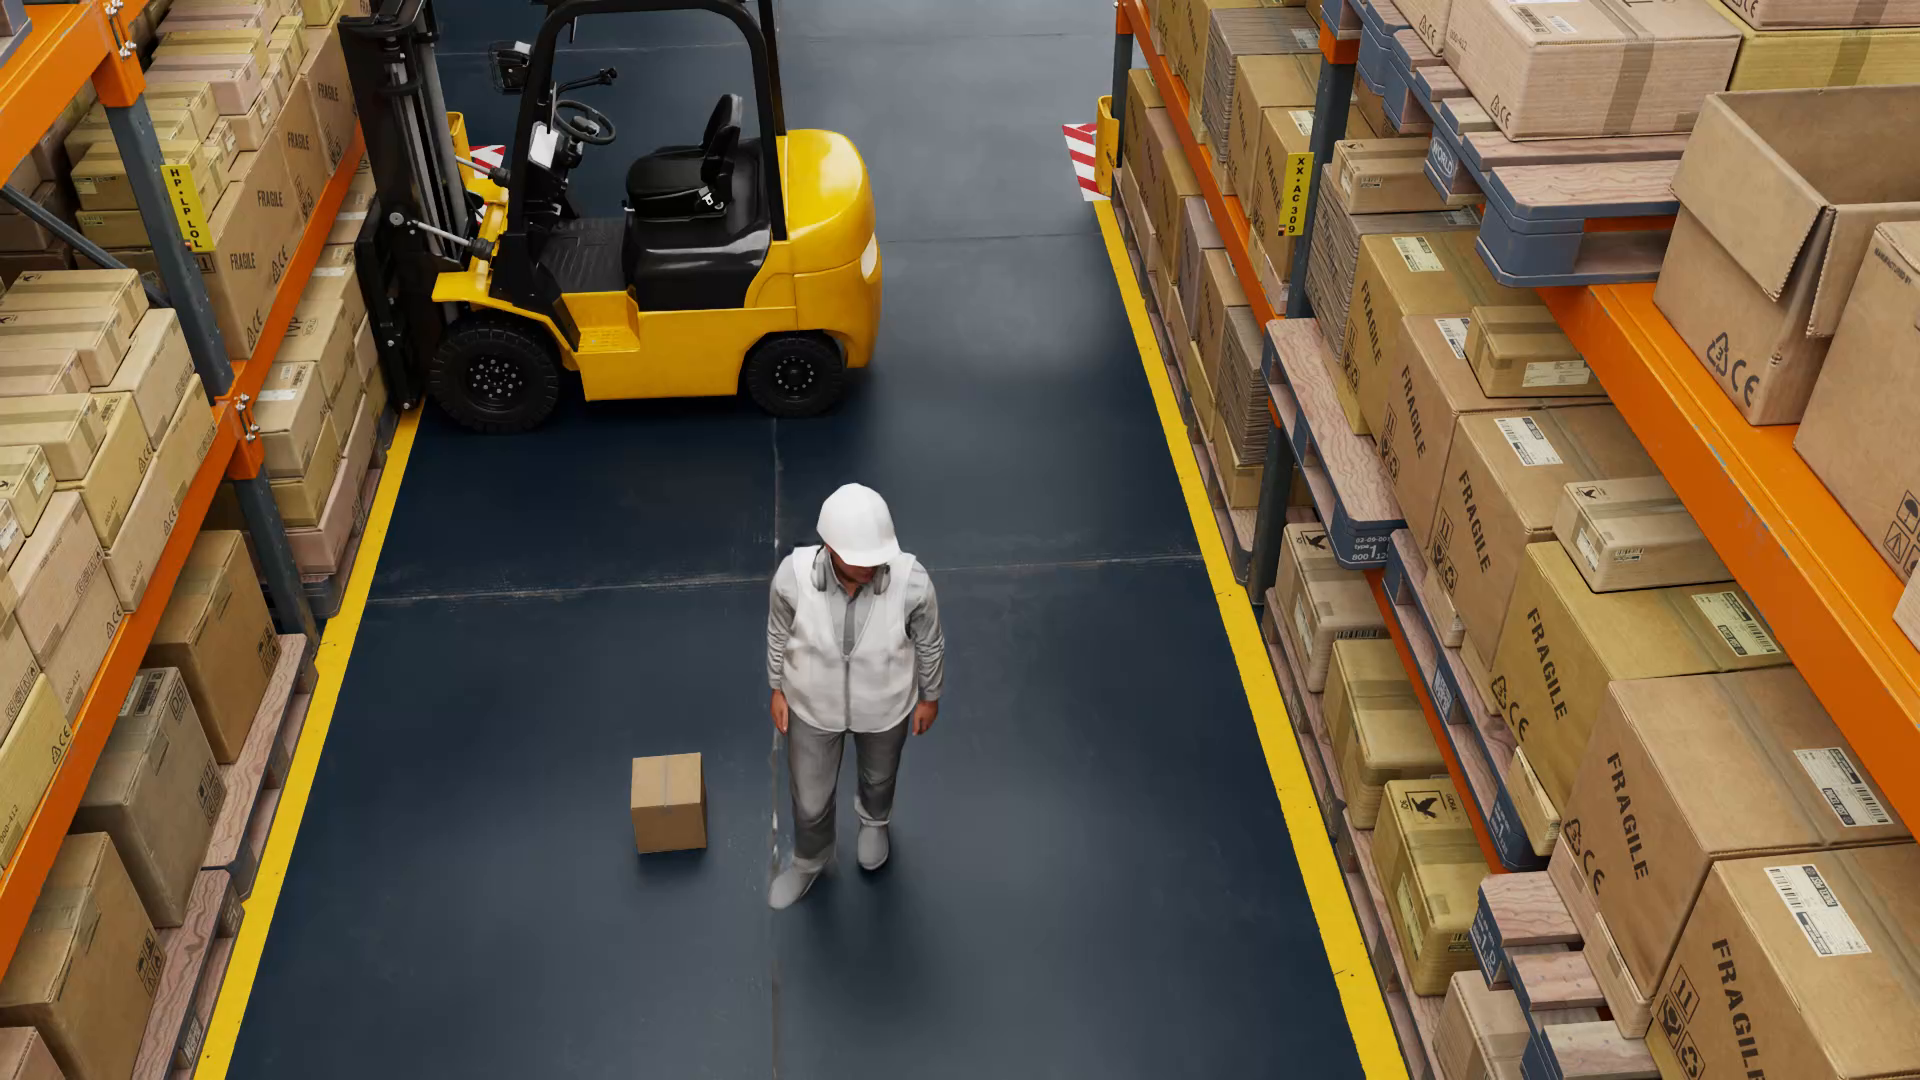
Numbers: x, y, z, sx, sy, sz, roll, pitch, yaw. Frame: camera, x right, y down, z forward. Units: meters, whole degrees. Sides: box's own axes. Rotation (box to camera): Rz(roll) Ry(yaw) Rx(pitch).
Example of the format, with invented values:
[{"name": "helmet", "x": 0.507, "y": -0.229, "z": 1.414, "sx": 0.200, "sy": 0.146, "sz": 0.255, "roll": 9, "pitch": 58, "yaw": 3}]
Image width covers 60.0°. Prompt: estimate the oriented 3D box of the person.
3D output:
[{"name": "person", "x": -0.372, "y": 0.511, "z": 5.520, "sx": 0.644, "sy": 1.817, "sz": 0.520, "roll": -1, "pitch": 39, "yaw": -1}]
